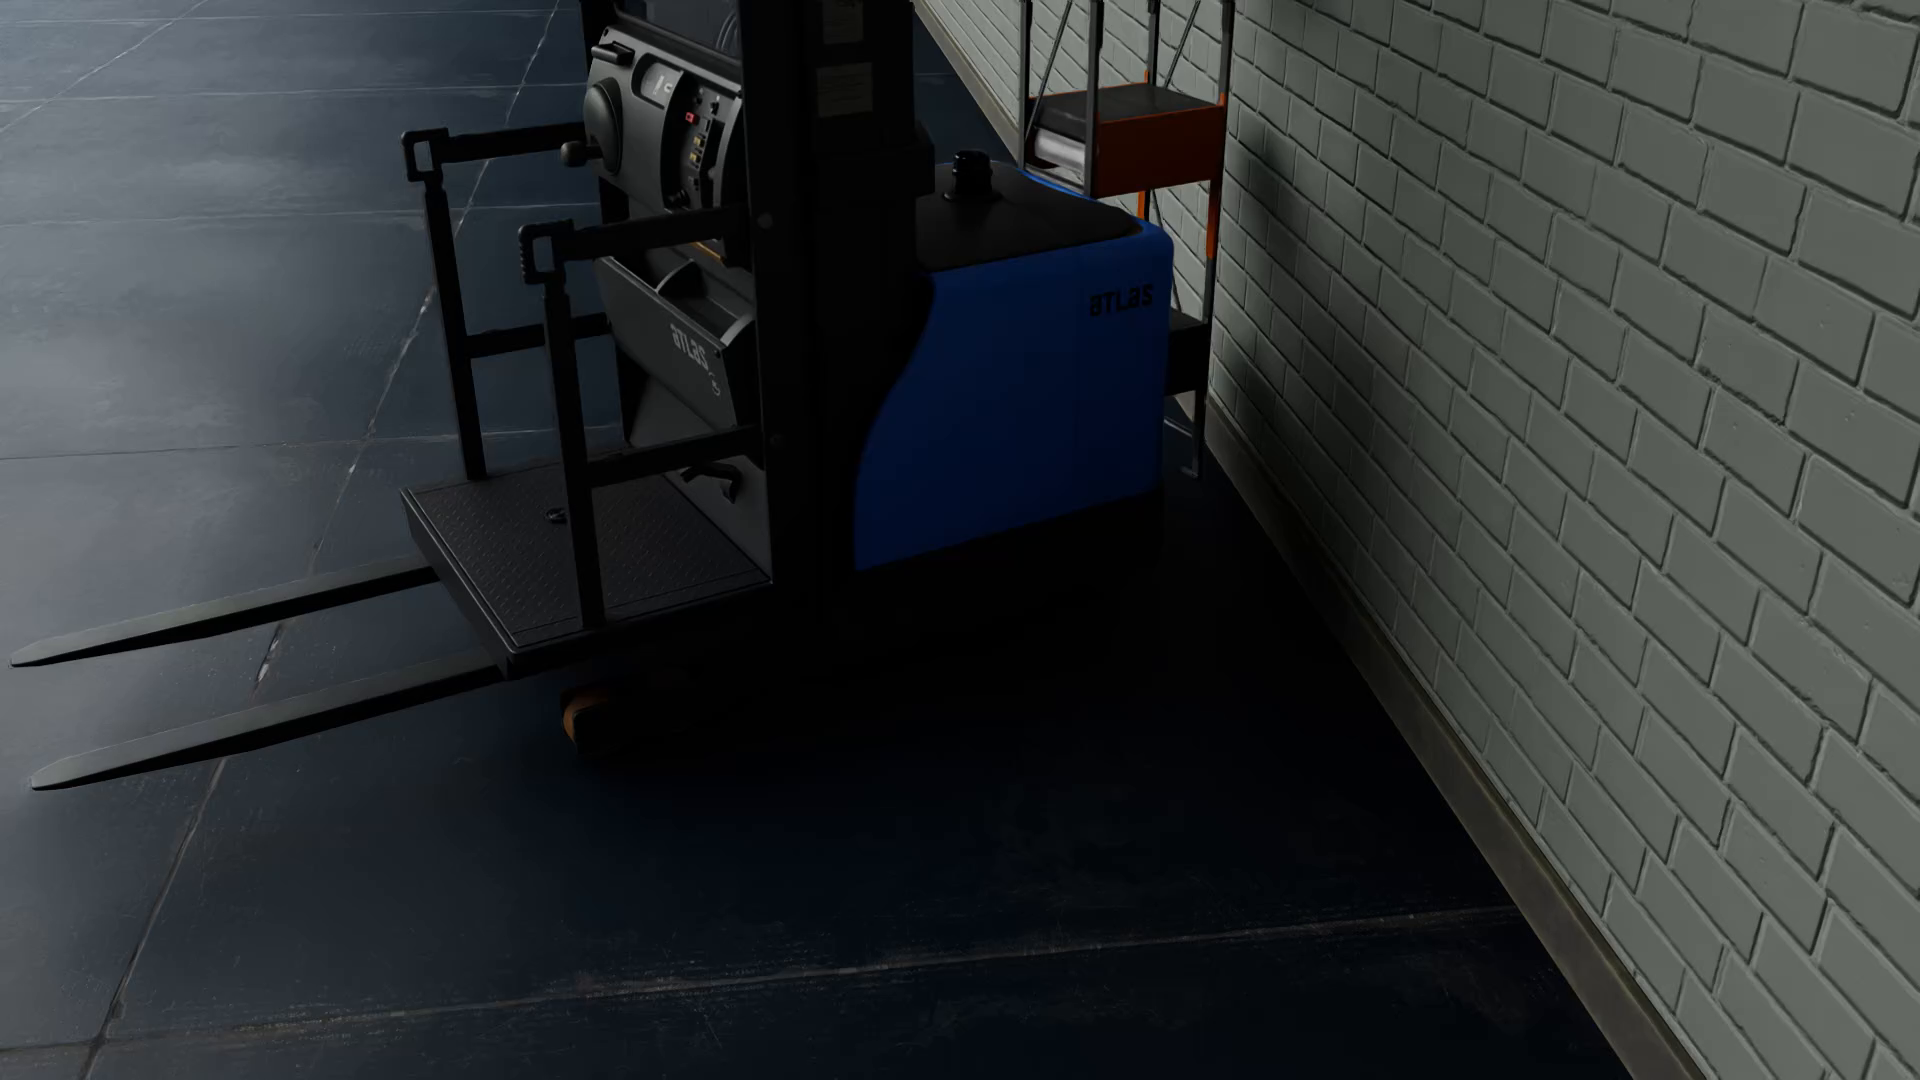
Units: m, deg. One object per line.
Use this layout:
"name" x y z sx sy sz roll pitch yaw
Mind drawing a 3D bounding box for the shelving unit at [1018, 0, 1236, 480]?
"shelving unit" 0.501 -1.162 5.215 0.503 2.100 0.431 -15 31 -27

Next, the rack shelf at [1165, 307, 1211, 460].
"rack shelf" 0.501 -0.527 5.541 0.480 0.518 0.431 -15 31 -27

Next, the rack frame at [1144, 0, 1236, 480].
"rack frame" 0.711 -1.219 5.326 0.015 2.100 0.400 -15 31 -27

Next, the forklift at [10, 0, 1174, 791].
"forklift" -0.925 -1.038 4.061 3.031 2.935 1.130 -15 31 -27

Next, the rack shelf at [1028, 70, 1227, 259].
"rack shelf" 0.501 -1.150 5.221 0.480 0.518 0.431 -15 31 -27

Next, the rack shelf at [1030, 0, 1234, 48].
"rack shelf" 0.501 -1.773 4.902 0.480 0.518 0.431 -15 31 -27

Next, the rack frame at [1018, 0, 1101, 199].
"rack frame" 0.292 -1.105 5.104 0.015 2.100 0.400 -15 31 -27
